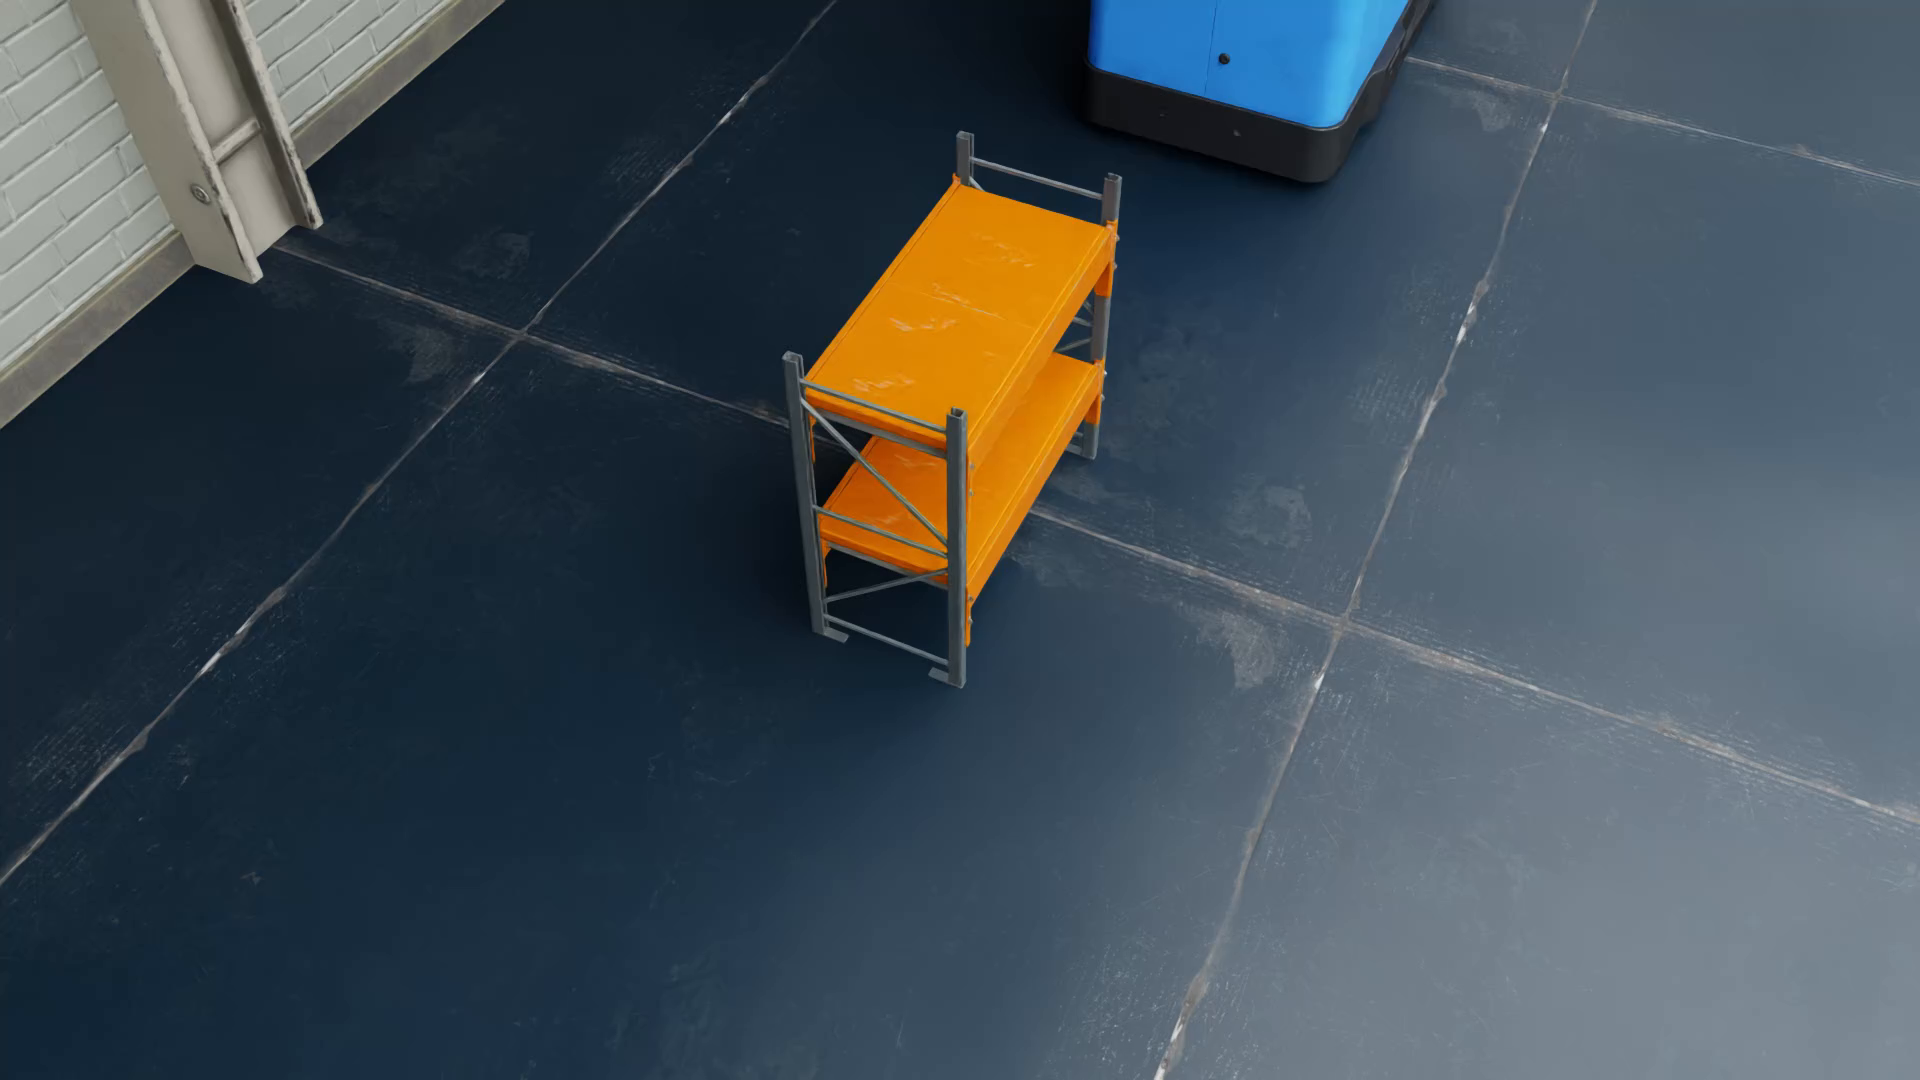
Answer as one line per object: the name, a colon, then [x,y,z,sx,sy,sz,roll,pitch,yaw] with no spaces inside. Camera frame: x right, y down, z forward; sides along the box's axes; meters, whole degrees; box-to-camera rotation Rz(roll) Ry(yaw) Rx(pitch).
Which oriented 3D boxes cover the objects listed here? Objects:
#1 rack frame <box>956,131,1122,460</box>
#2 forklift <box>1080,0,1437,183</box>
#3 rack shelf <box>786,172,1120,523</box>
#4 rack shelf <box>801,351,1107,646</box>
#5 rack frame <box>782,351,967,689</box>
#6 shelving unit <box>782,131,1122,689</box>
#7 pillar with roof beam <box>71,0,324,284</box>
rack frame: [0.220,-0.719,5.123,0.500,1.125,0.032,20,52,16]
forklift: [1.568,-3.444,6.256,1.130,2.935,3.031,20,52,16]
rack shelf: [0.003,-0.559,4.603,0.538,0.278,1.000,20,52,16]
rack shelf: [0.003,-0.211,5.012,0.538,0.278,1.000,20,52,16]
rack frame: [-0.214,-0.019,4.528,0.500,1.125,0.032,20,52,16]
shelving unit: [0.003,-0.369,4.826,0.538,1.125,1.048,20,52,16]
pillar with roof beam: [1.273,-2.631,1.580,9.100,9.000,0.400,20,52,16]
